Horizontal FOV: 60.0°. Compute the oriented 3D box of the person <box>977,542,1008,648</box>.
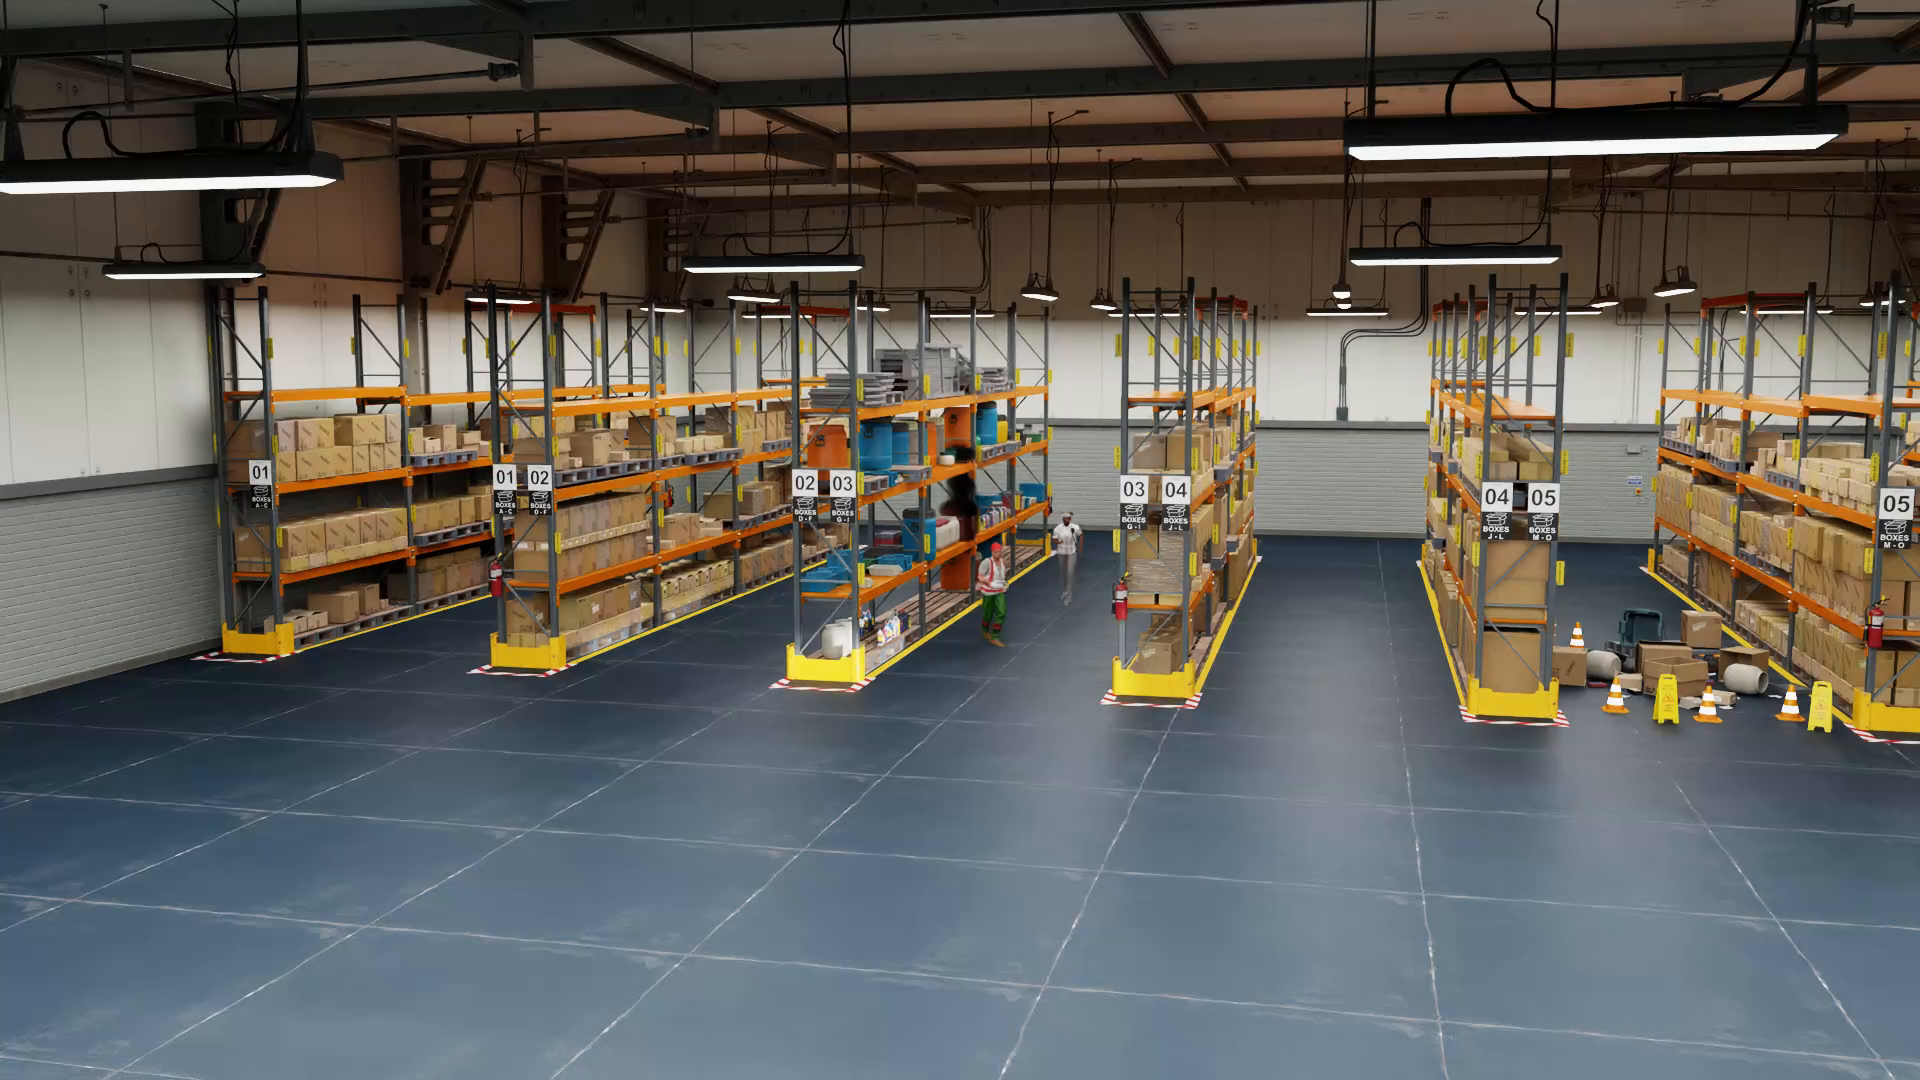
[{"bbox_3d":[0.500,0.898,28.099,0.625,1.764,0.855,-3,7,-27],"label":"person"}]

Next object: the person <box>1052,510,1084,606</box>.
[{"bbox_3d":[2.003,0.306,31.022,0.567,1.758,0.814,1,7,11],"label":"person"}]
